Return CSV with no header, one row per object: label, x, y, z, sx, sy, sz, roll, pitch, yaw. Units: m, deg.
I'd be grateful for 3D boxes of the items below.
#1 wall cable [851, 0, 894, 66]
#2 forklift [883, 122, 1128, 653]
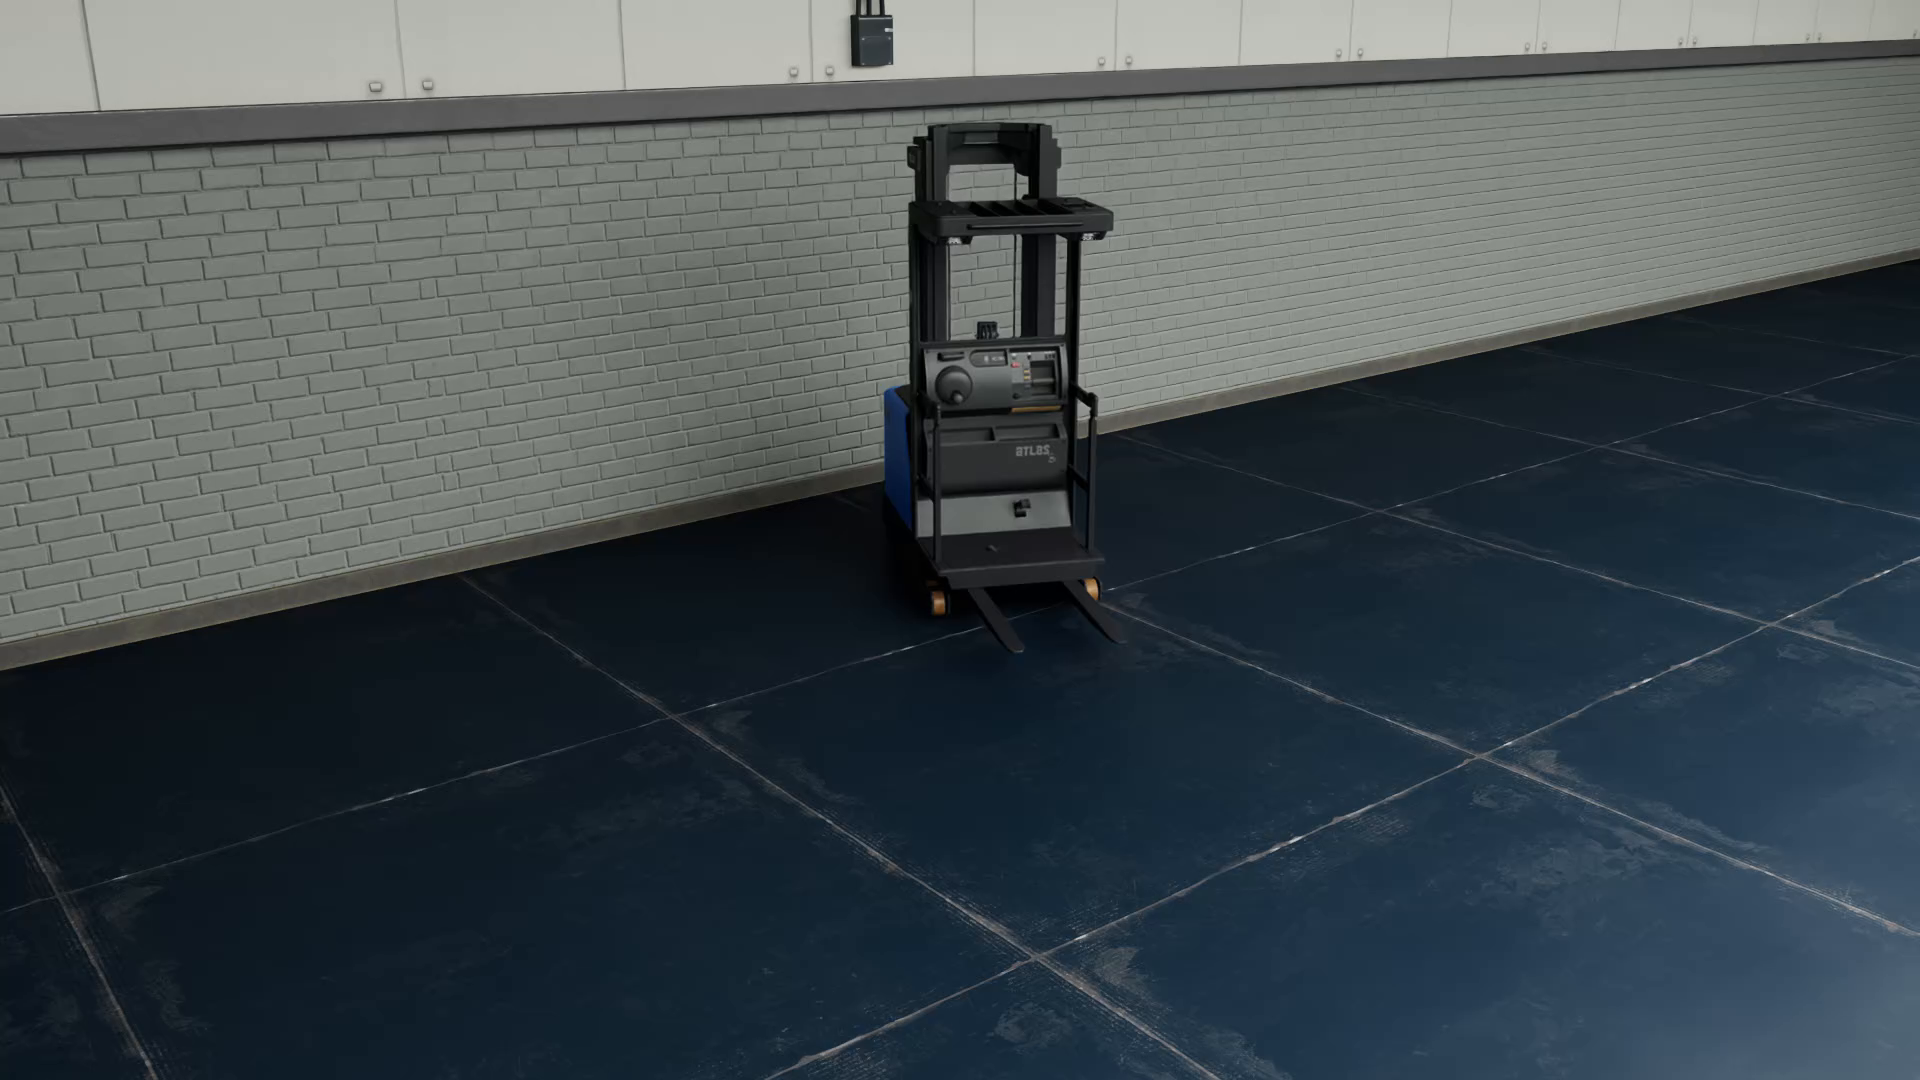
wall cable,0.153,-6.530,11.859,2.305,6.003,0.169,-14,23,-36
forklift,0.279,-1.042,10.345,1.130,2.935,3.031,-4,19,-12
